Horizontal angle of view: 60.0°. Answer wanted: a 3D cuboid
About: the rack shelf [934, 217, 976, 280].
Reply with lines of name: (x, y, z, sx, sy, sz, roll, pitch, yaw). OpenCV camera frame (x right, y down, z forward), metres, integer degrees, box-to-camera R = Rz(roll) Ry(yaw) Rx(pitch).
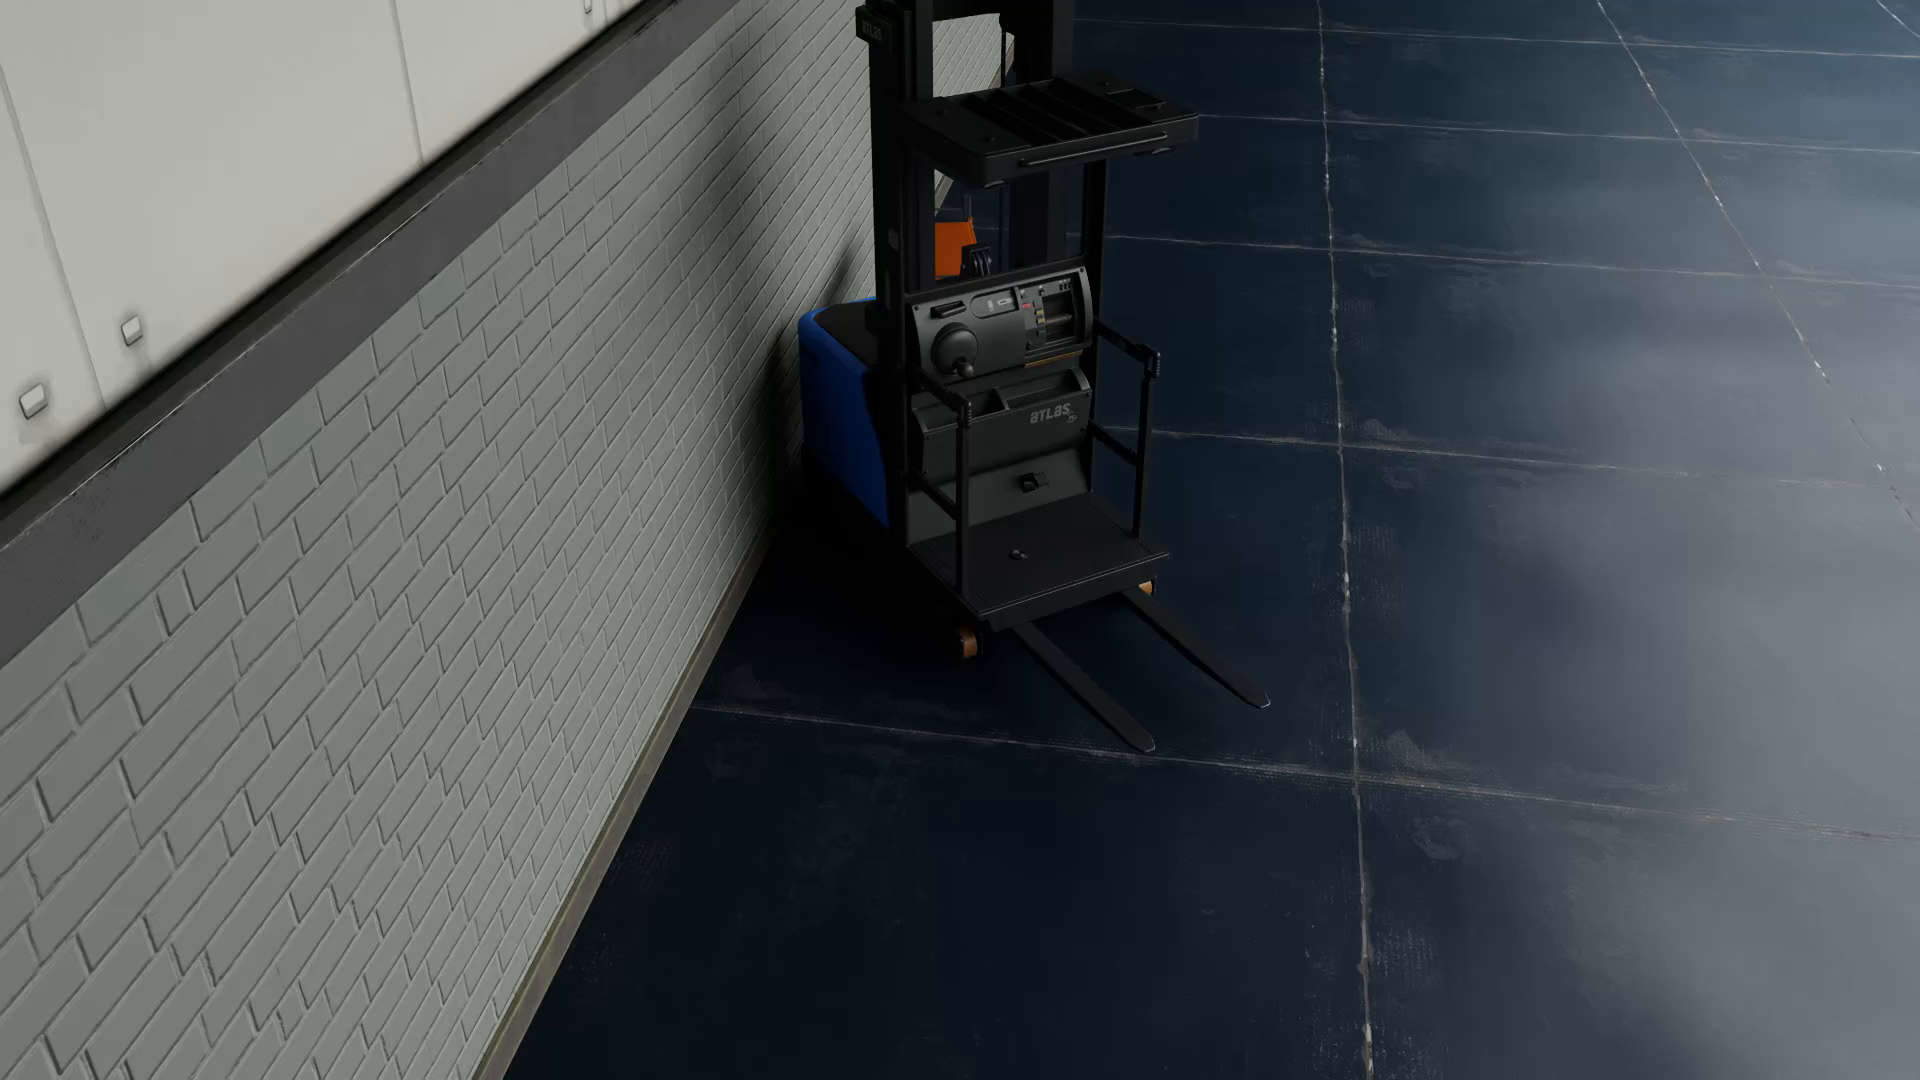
rack shelf: (-0.142, -1.544, 9.605, 0.538, 0.278, 1.000, -3, 32, -4)

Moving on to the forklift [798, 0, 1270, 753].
forklift: (0.308, -0.954, 7.512, 1.130, 2.935, 3.031, -17, 36, -25)

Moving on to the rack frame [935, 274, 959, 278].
rack frame: (-0.095, -1.028, 9.332, 0.500, 1.125, 0.032, -3, 32, -4)

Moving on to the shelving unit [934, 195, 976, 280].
shelving unit: (-0.142, -1.296, 9.761, 0.538, 1.125, 1.048, -3, 32, -4)

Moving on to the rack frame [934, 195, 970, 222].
rack frame: (-0.189, -1.565, 10.190, 0.500, 1.125, 0.032, -3, 32, -4)
